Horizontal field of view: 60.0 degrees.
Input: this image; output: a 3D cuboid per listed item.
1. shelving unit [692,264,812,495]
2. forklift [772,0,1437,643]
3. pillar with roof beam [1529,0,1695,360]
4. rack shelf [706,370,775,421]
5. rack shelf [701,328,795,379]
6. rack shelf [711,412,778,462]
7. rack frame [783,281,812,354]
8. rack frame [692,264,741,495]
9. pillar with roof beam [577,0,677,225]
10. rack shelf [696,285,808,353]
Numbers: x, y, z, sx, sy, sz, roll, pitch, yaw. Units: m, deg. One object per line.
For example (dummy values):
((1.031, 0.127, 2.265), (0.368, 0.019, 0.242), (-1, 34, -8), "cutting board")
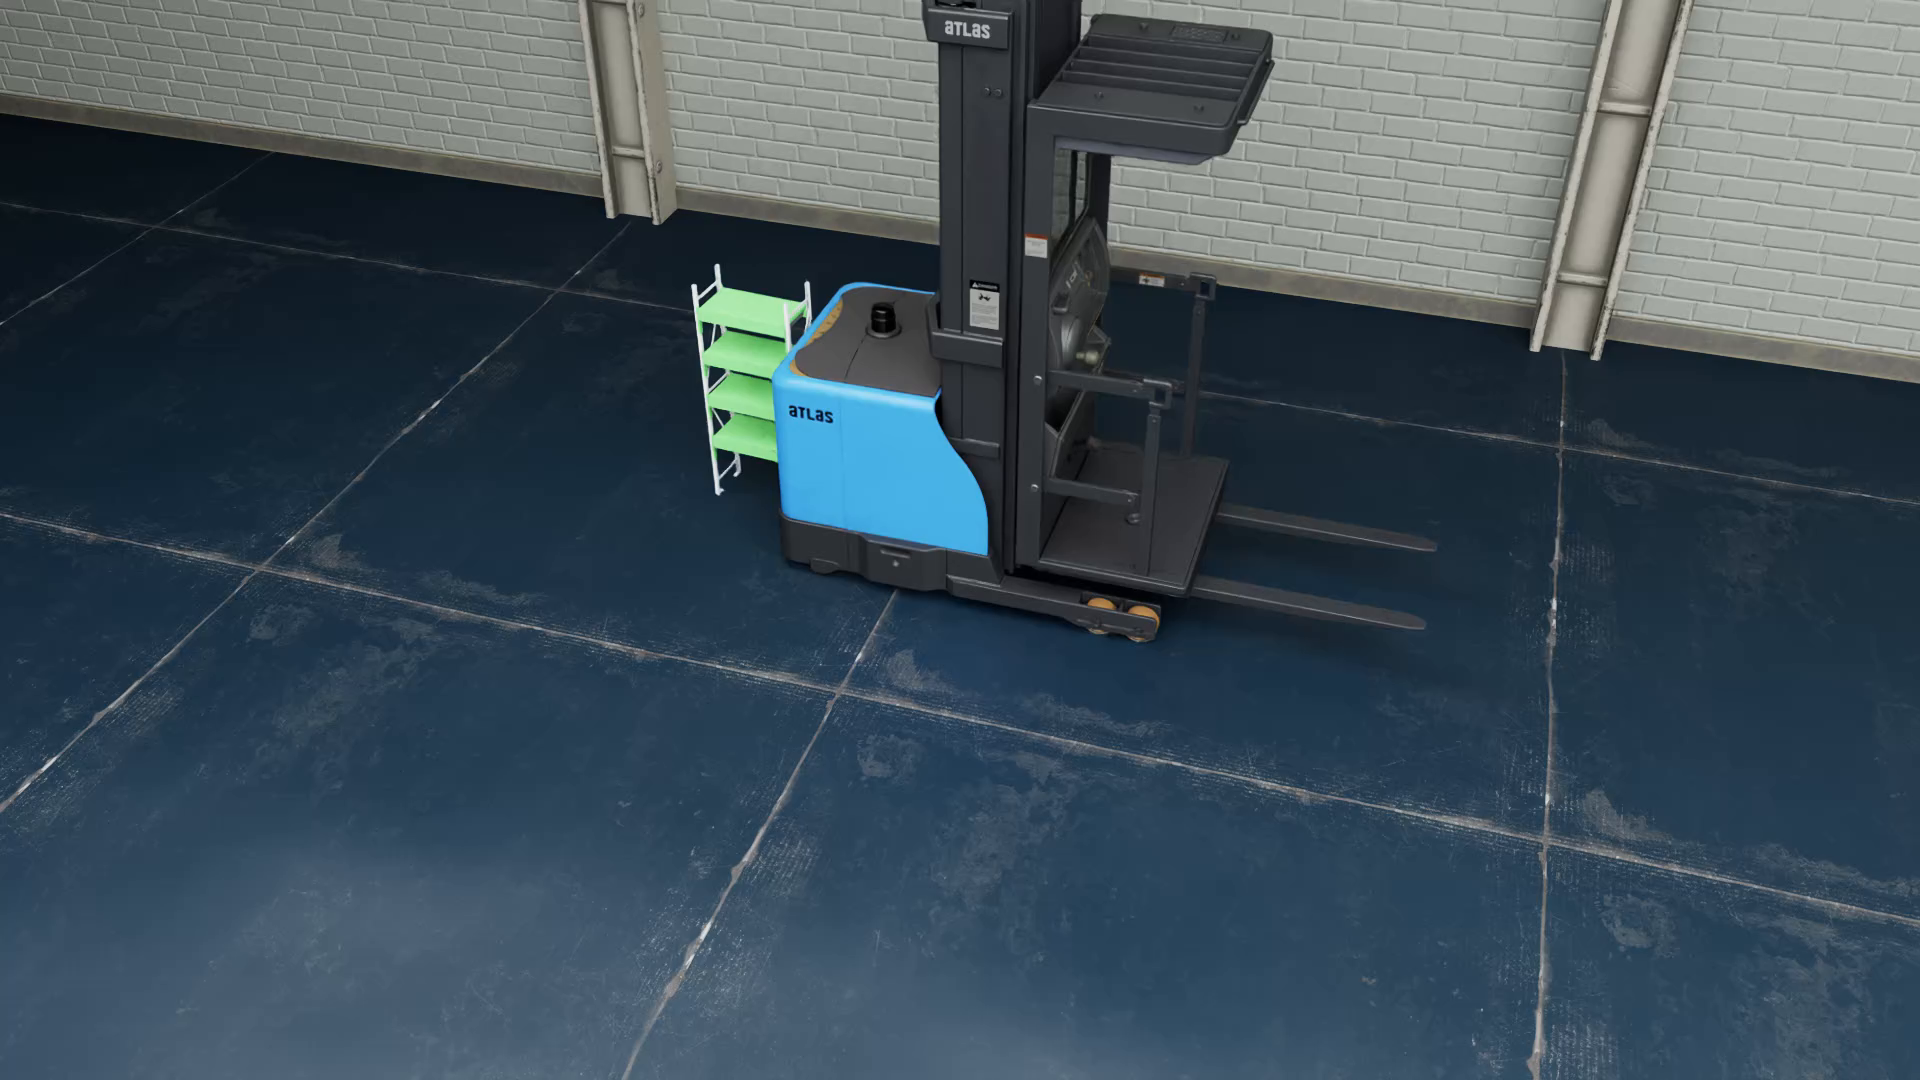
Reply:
((-0.985, -0.728, 8.222), (0.503, 1.200, 0.258), (13, 38, 19), "shelving unit")
((0.710, -1.066, 7.225), (3.031, 2.935, 1.130), (11, 38, 14), "forklift")
((2.294, -2.353, 3.856), (0.400, 9.000, 9.100), (10, 38, 14), "pillar with roof beam")
((-0.984, -0.676, 8.260), (0.480, 0.148, 0.258), (13, 38, 19), "rack shelf")
((-0.987, -0.870, 8.118), (0.480, 0.148, 0.258), (13, 38, 19), "rack shelf")
((-0.982, -0.483, 8.401), (0.480, 0.148, 0.258), (13, 38, 19), "rack shelf")
((-0.760, -0.674, 8.144), (0.015, 1.200, 0.240), (13, 38, 19), "rack frame")
((-1.210, -0.782, 8.300), (0.015, 1.200, 0.240), (13, 38, 19), "rack frame")
((-3.433, -3.414, 5.297), (0.400, 9.000, 9.100), (10, 38, 14), "pillar with roof beam")
((-0.989, -1.064, 7.977), (0.480, 0.148, 0.258), (13, 38, 19), "rack shelf")
